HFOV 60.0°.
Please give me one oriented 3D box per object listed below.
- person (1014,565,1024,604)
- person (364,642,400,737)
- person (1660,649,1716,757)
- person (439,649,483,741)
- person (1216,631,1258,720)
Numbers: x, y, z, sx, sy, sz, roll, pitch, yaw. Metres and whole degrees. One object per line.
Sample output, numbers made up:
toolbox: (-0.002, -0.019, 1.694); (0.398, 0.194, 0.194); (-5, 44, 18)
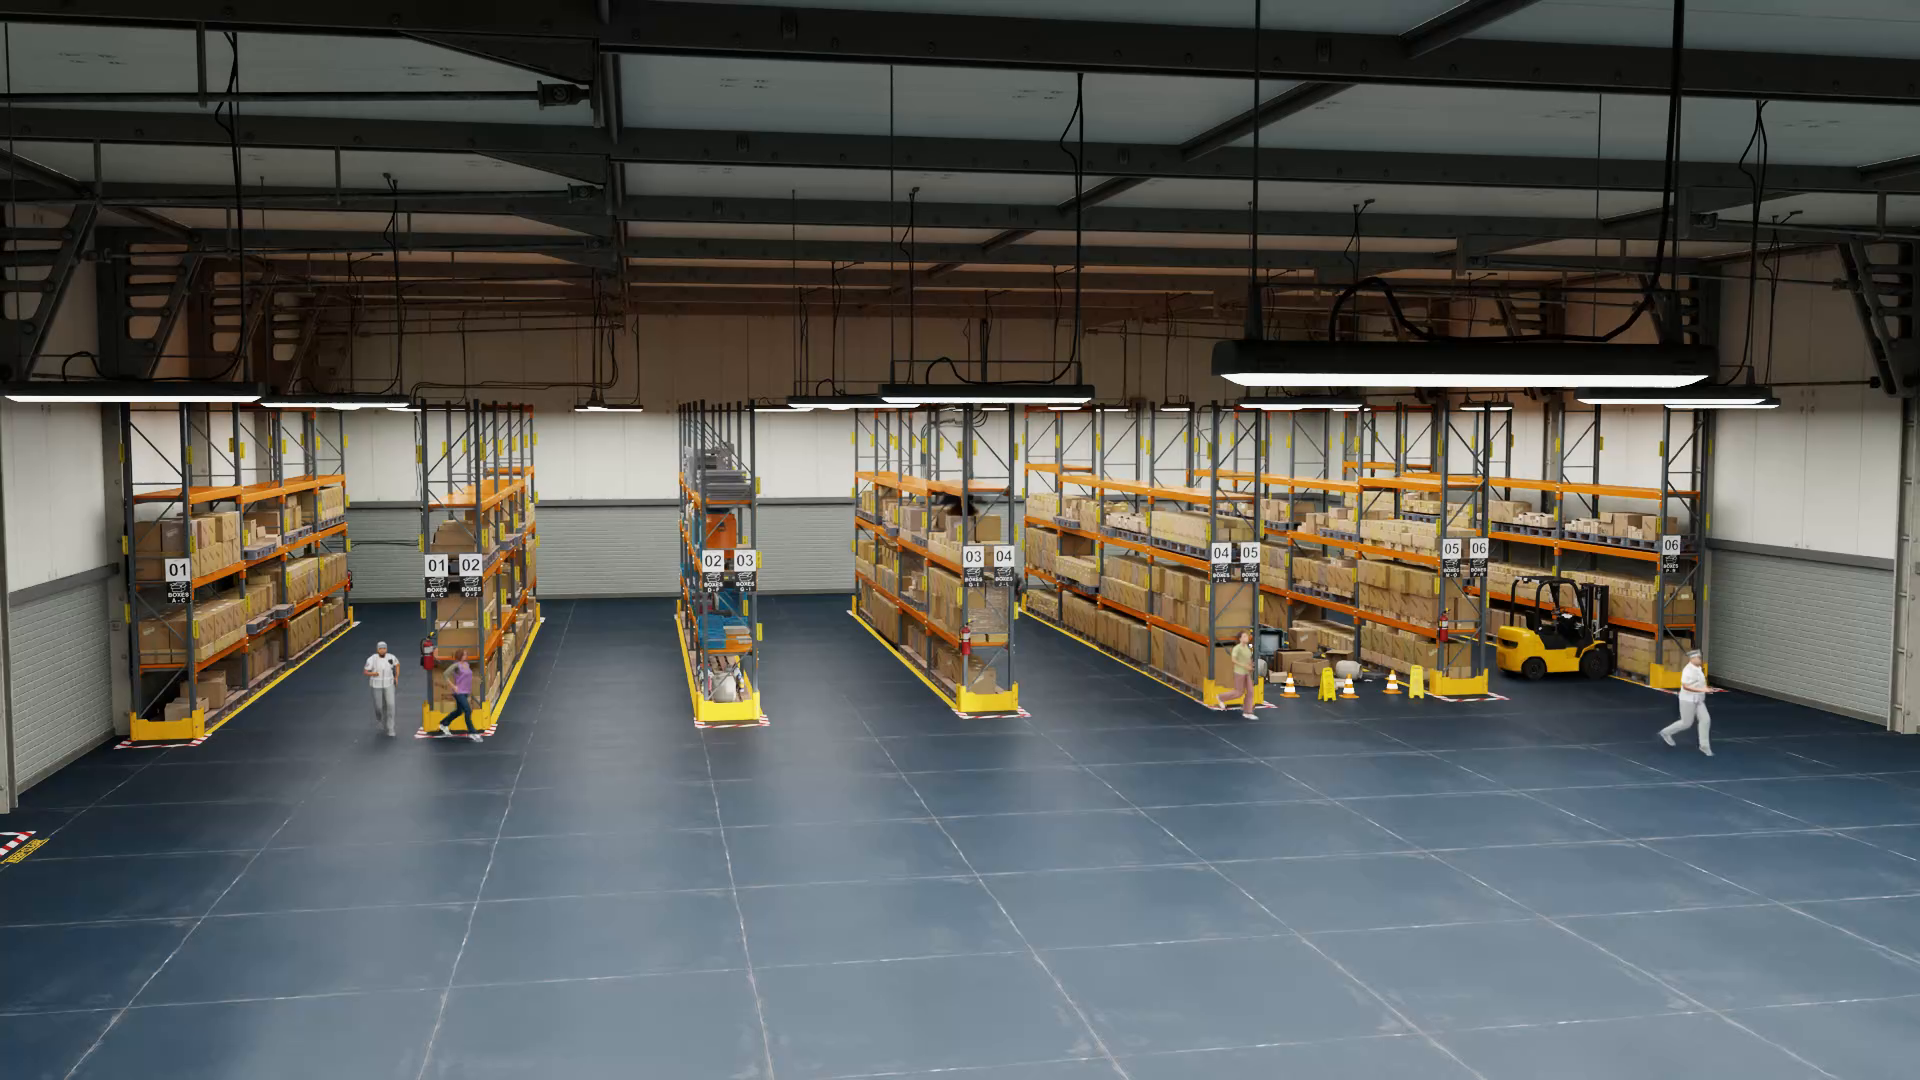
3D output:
person: (1.425, 1.501, 44.760); (0.644, 1.687, 0.593); (-1, 4, -7)
person: (-10.362, 2.653, 29.829); (0.625, 1.697, 0.883); (-2, 5, -21)
person: (12.338, 2.739, 28.131); (0.938, 1.836, 0.693); (4, 6, 44)
person: (-8.768, 2.723, 29.180); (0.871, 1.588, 0.539); (1, 4, 10)
person: (5.286, 2.538, 31.456); (0.839, 1.665, 0.587); (4, 6, 39)
